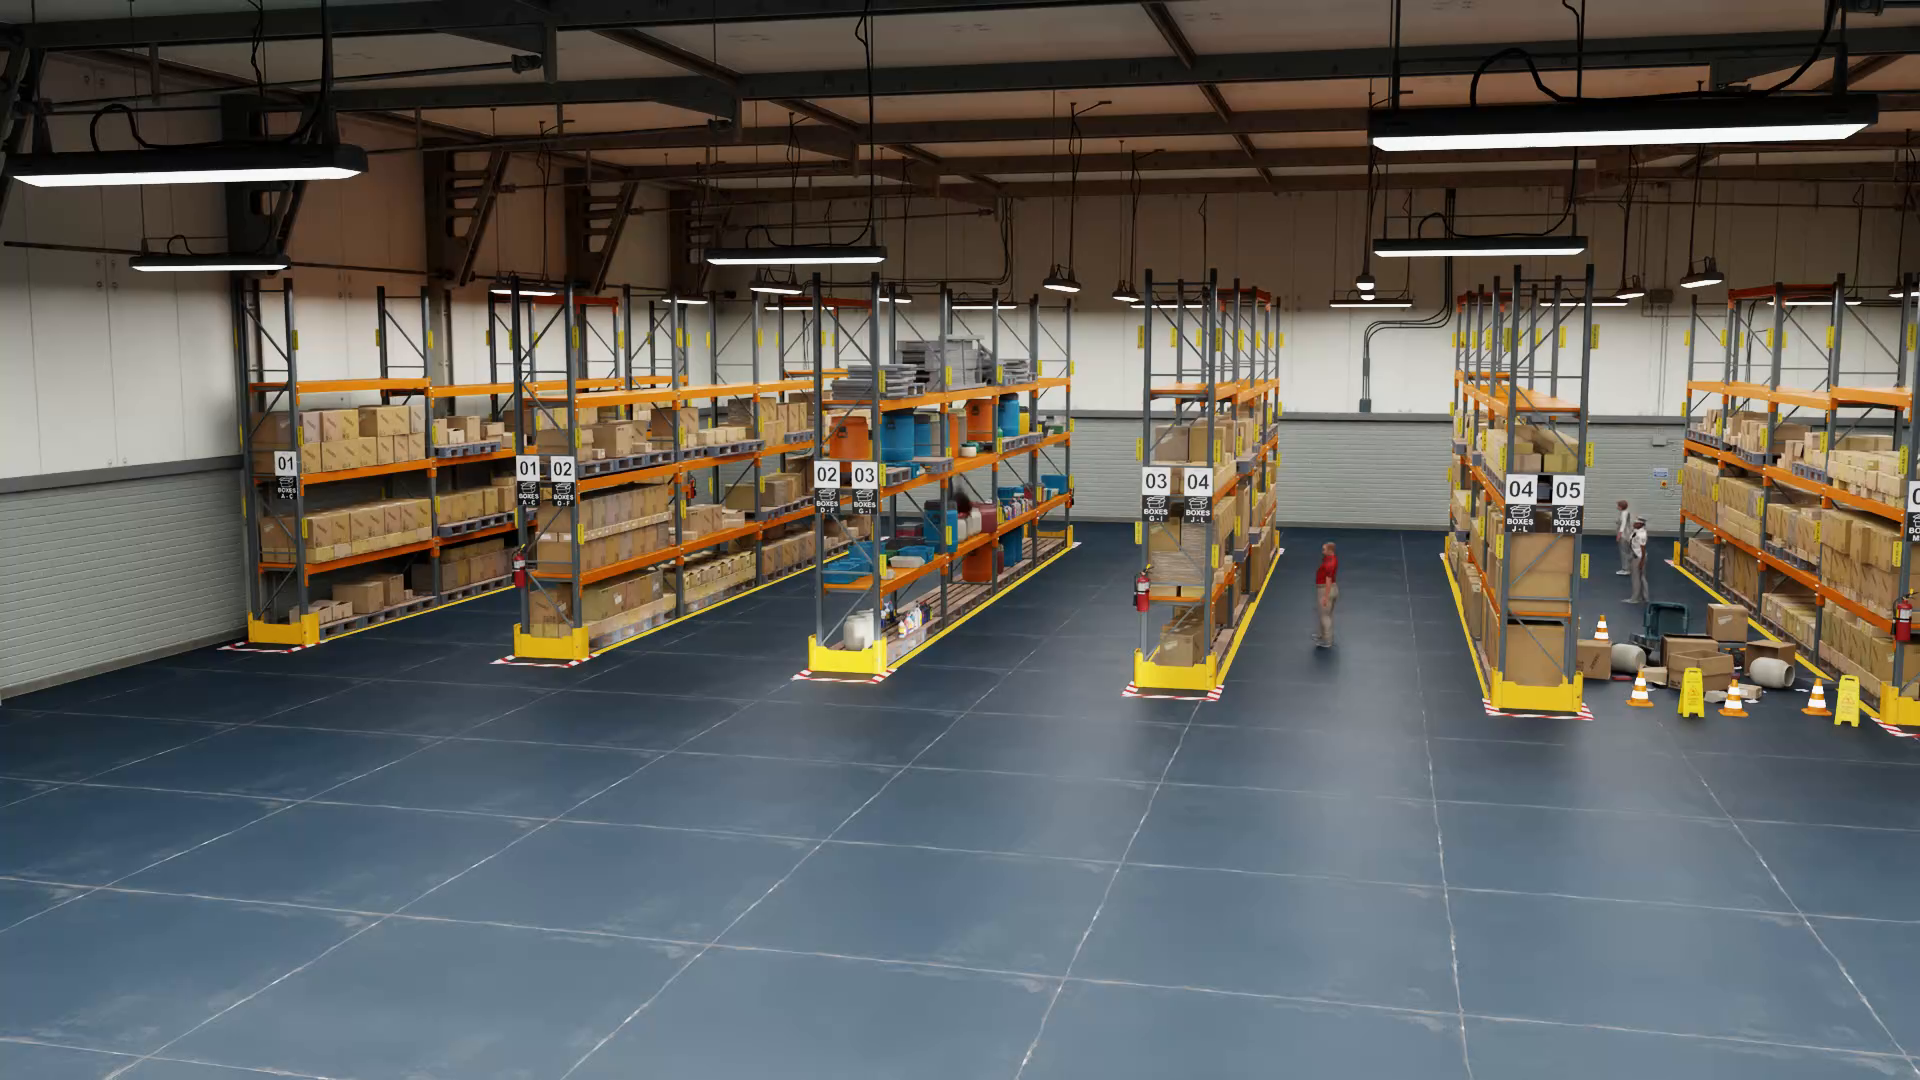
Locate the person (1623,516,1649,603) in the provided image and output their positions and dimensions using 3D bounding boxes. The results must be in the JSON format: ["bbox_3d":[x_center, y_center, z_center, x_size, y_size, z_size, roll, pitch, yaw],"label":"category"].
[{"bbox_3d":[12.982,0.369,31.809,0.435,1.682,0.466,5,8,35],"label":"person"}]

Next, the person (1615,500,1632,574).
[{"bbox_3d":[14.212,-0.049,35.609,0.348,1.603,0.430,5,8,35],"label":"person"}]

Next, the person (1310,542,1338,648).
[{"bbox_3d":[5.973,0.872,27.419,0.590,1.724,0.606,5,8,35],"label":"person"}]
